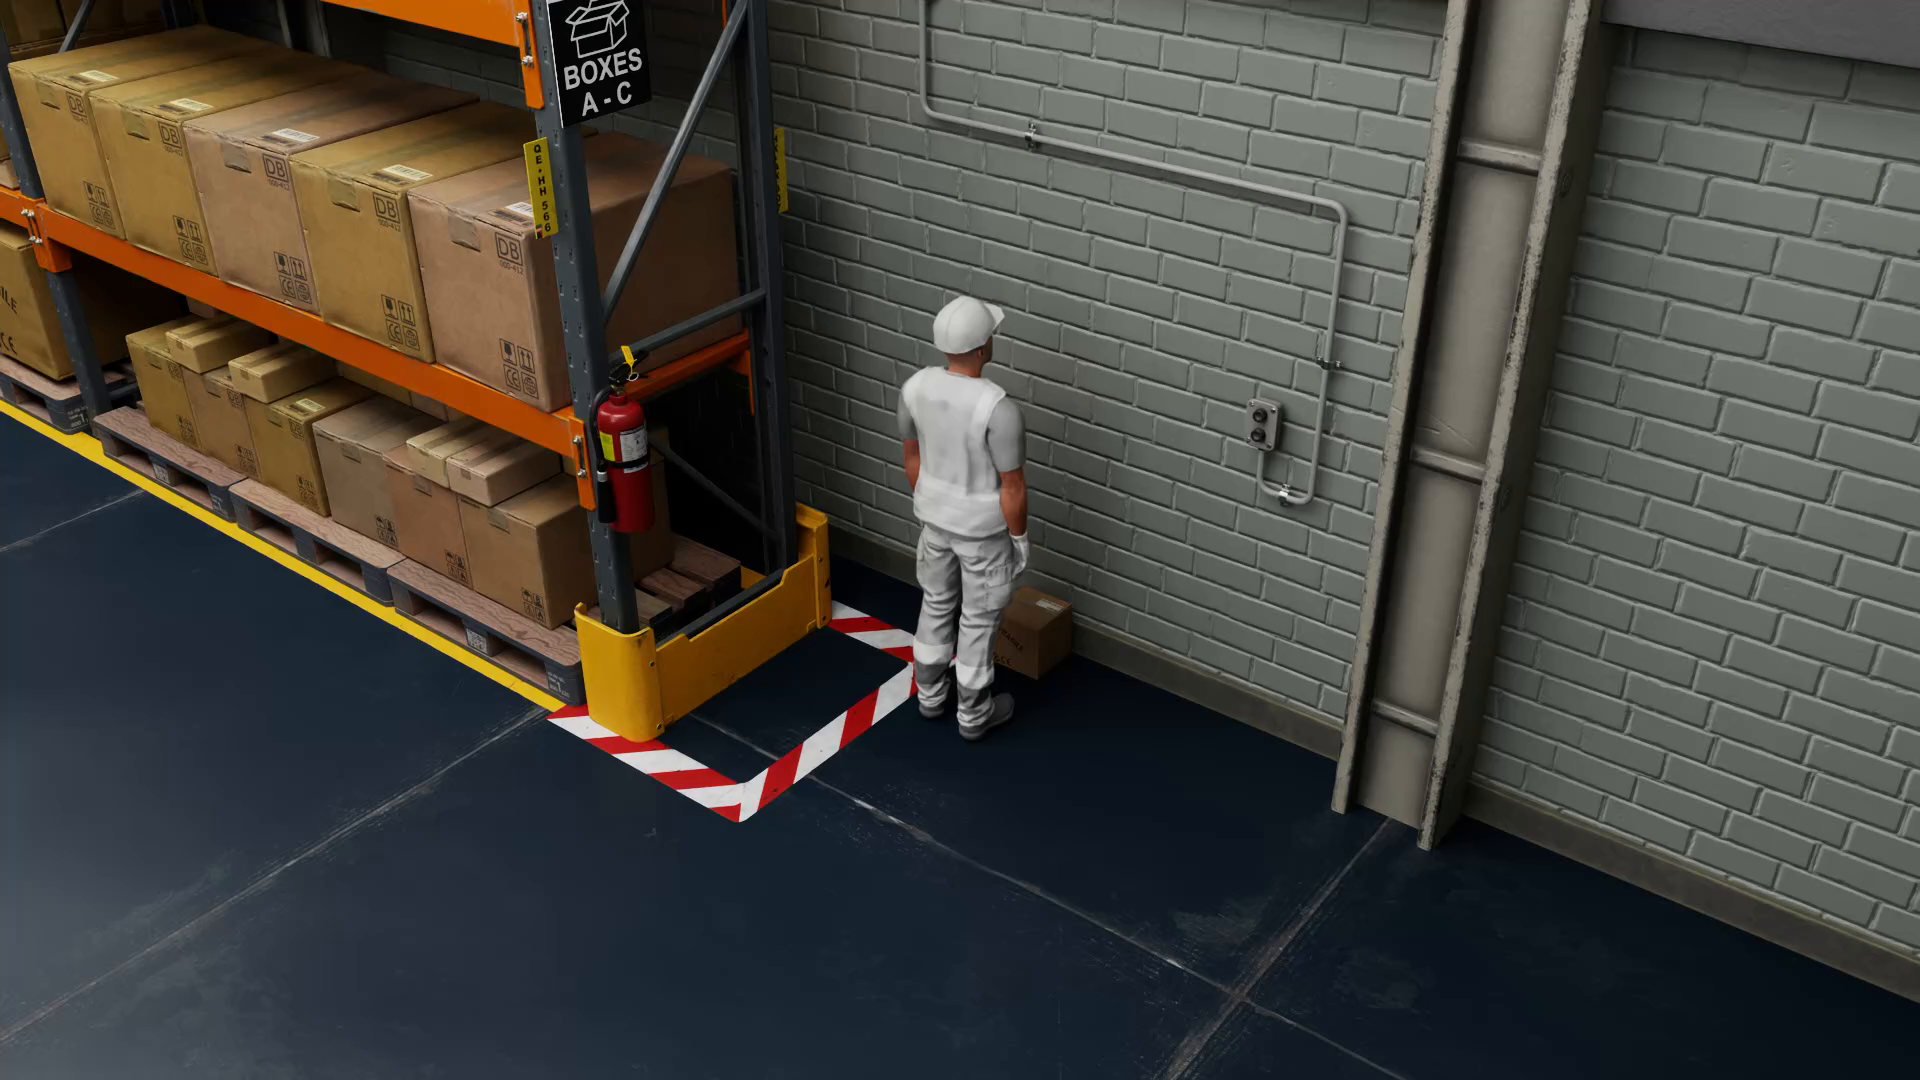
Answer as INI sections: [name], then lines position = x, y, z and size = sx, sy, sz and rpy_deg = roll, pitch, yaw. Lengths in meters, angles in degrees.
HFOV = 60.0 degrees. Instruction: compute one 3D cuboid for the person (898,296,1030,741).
[person]
position = 0.032, -0.067, 6.195
size = 0.554, 1.798, 0.325
rpy_deg = 21, 36, 31
